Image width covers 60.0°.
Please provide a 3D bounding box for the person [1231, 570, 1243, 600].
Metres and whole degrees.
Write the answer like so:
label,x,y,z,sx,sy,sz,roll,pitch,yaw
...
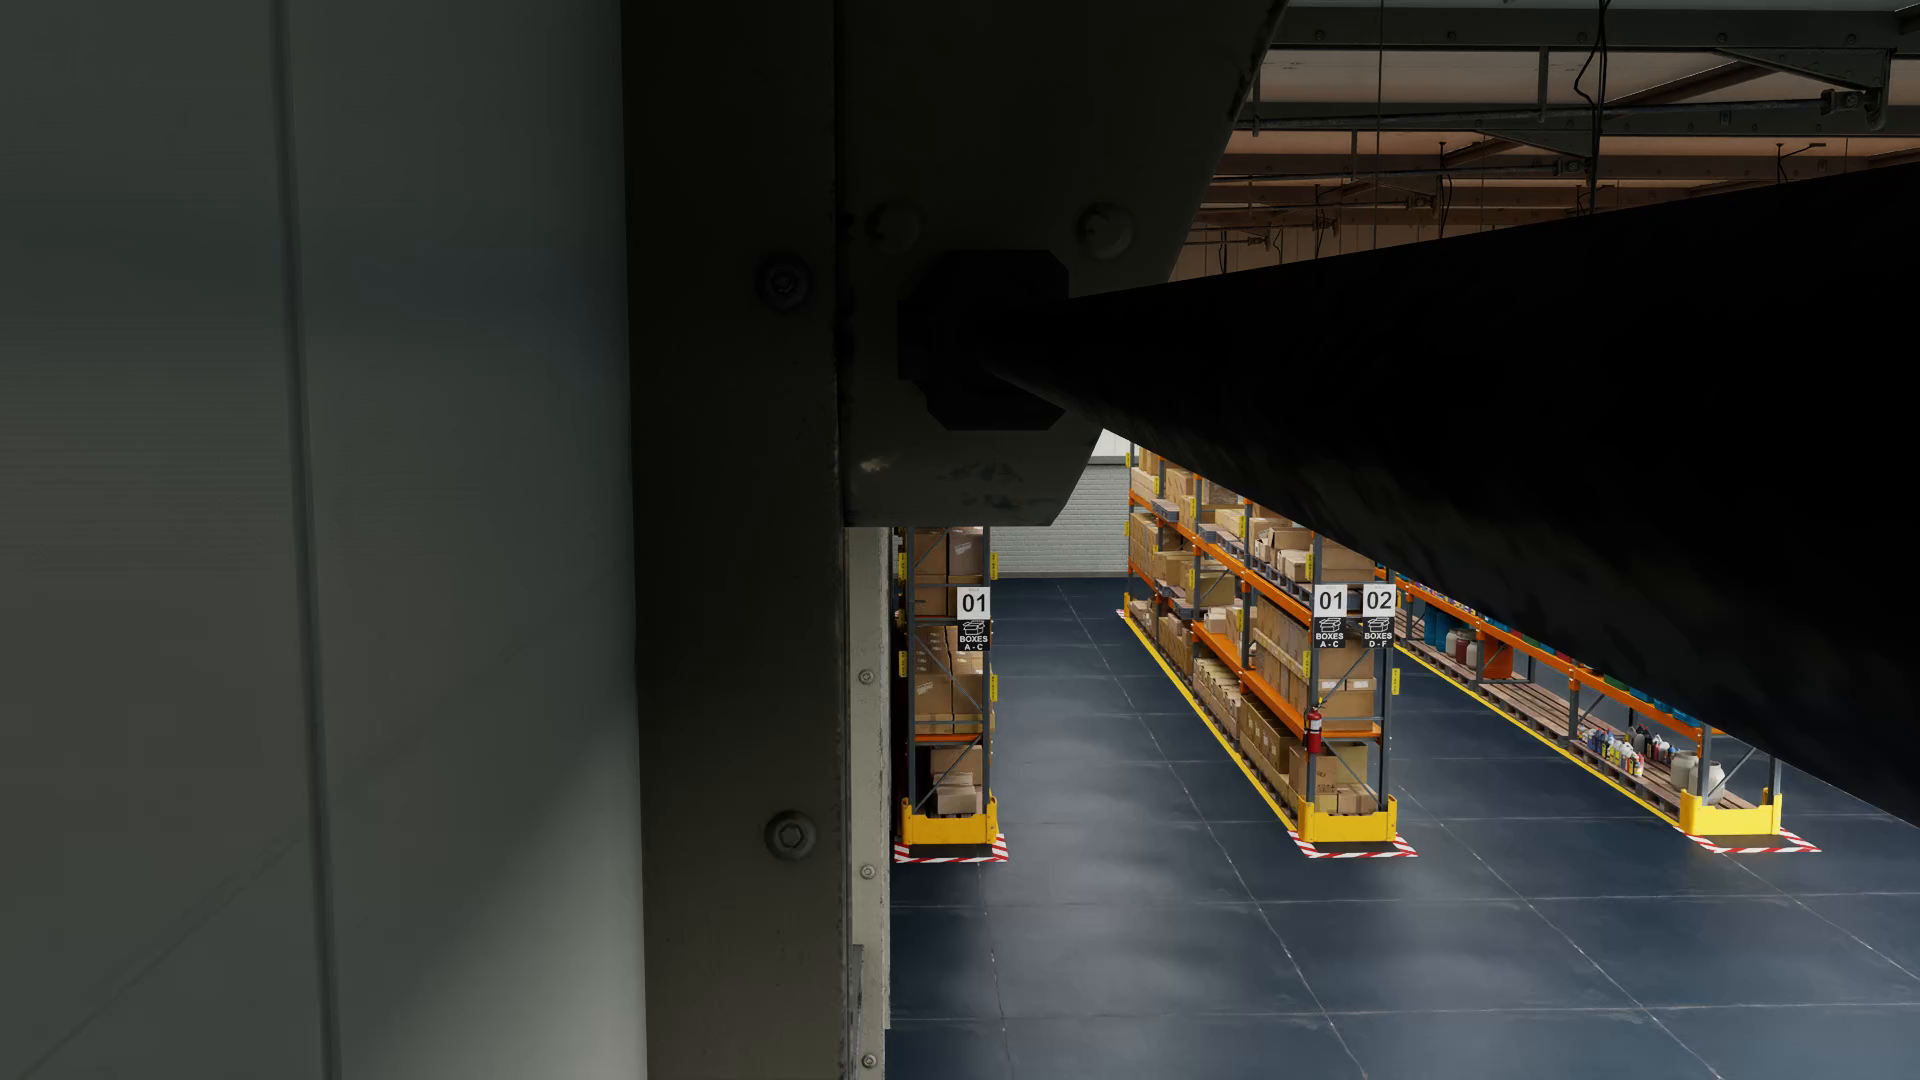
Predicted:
label,x,y,z,sx,sy,sz,roll,pitch,yaw
person,5.993,0.854,36.329,0.652,1.660,0.547,-3,8,-23
